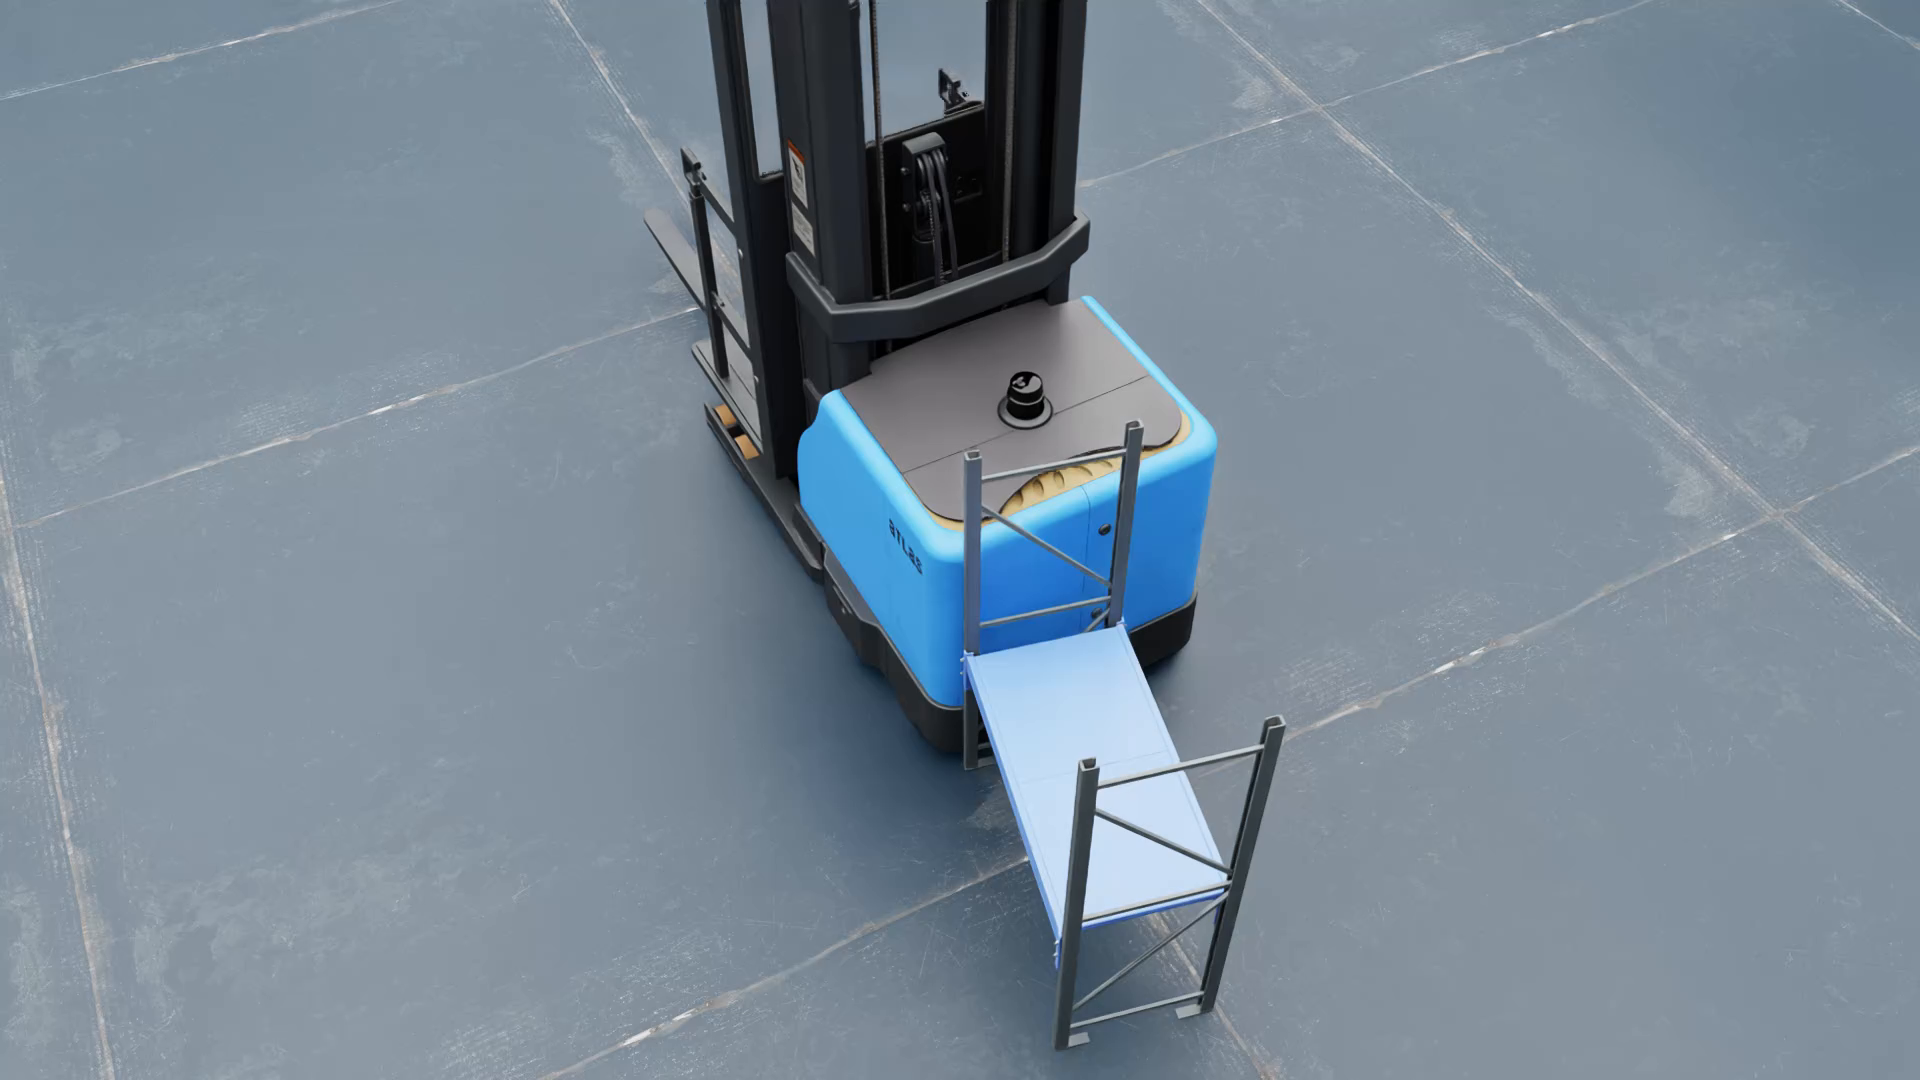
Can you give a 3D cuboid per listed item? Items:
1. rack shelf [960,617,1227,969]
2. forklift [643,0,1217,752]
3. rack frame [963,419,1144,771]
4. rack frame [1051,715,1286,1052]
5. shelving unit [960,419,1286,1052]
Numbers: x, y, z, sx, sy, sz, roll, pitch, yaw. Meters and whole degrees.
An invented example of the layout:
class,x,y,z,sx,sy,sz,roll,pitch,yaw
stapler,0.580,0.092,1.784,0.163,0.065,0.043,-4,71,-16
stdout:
class,x,y,z,sx,sy,sz,roll,pitch,yaw
rack shelf,0.386,0.710,4.871,0.538,0.185,1.000,-11,50,-10
forklift,-0.343,-1.371,5.501,1.130,2.935,3.031,-23,53,-19
rack frame,0.256,0.222,5.059,0.500,1.500,0.032,-11,50,-10
rack frame,0.517,0.962,4.412,0.500,1.500,0.032,-11,50,-10
shelving unit,0.386,0.592,4.736,0.538,1.500,1.048,-11,50,-10
